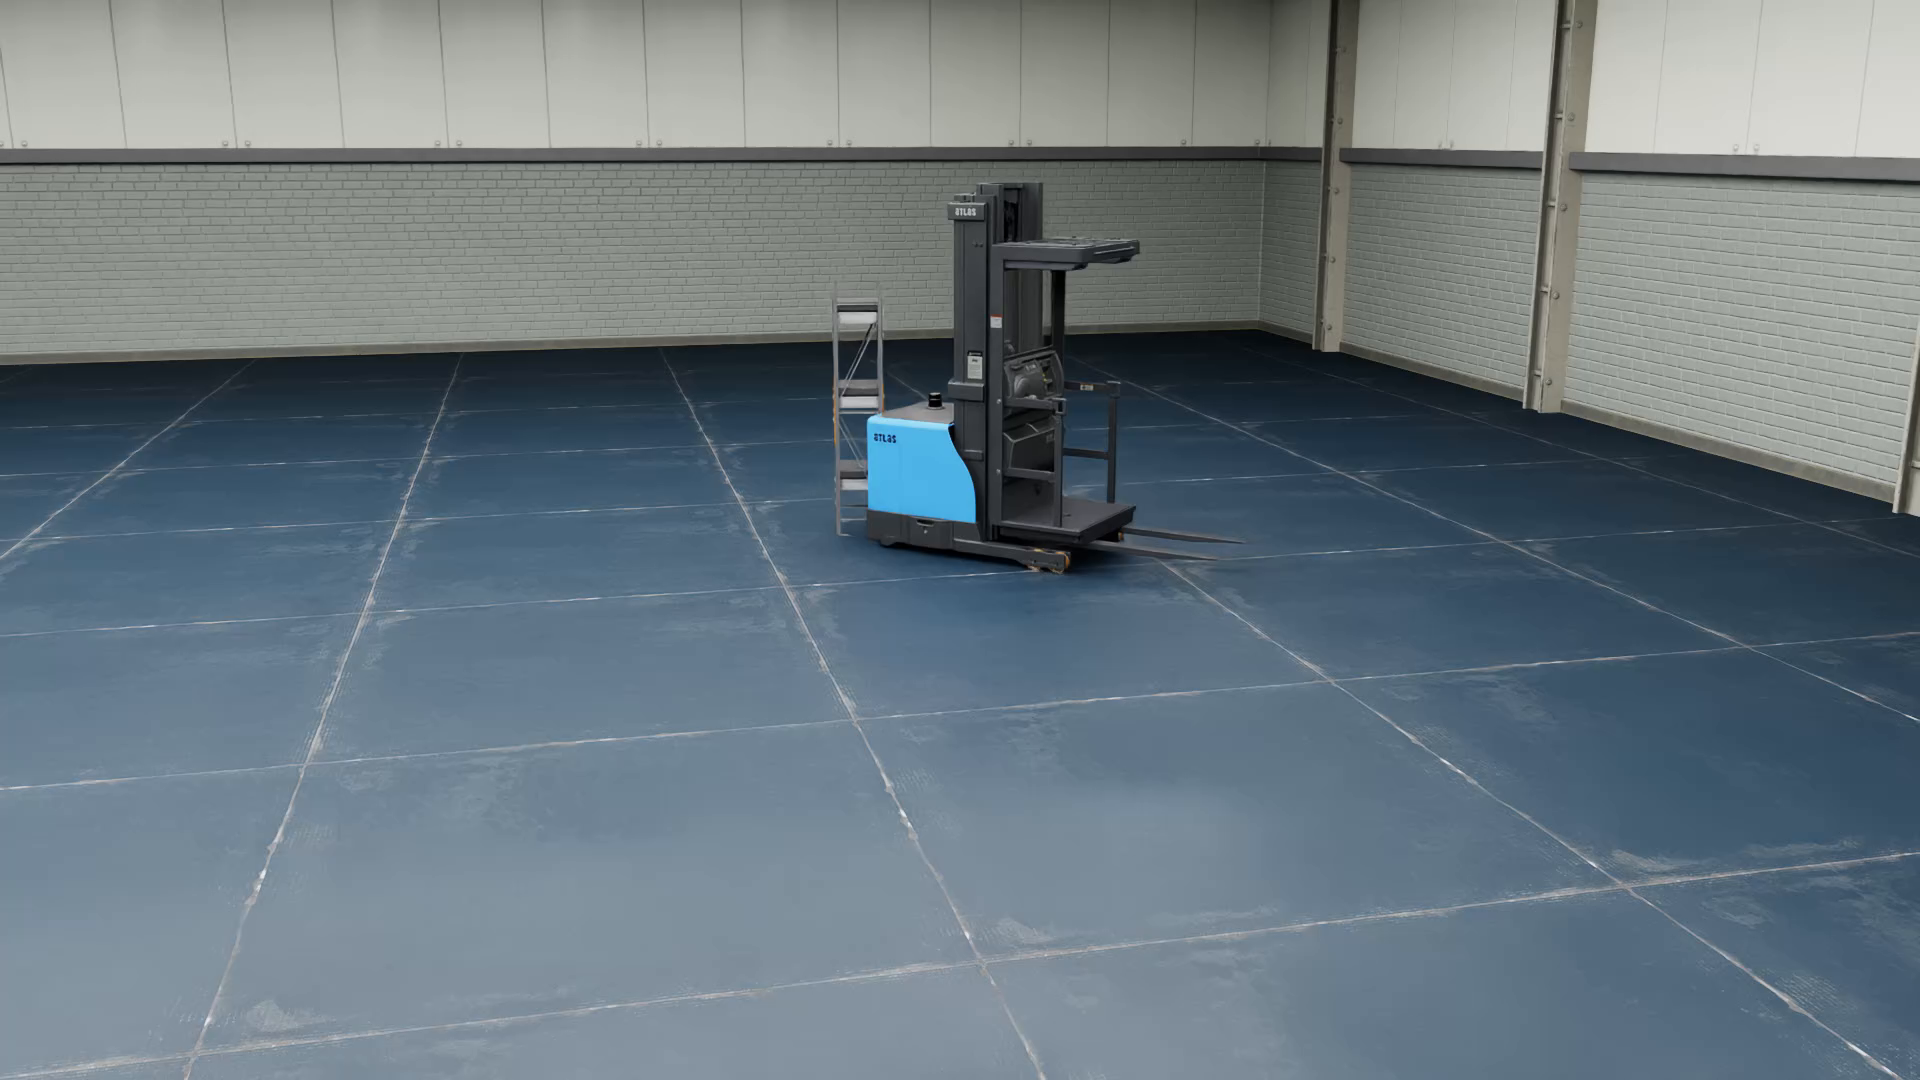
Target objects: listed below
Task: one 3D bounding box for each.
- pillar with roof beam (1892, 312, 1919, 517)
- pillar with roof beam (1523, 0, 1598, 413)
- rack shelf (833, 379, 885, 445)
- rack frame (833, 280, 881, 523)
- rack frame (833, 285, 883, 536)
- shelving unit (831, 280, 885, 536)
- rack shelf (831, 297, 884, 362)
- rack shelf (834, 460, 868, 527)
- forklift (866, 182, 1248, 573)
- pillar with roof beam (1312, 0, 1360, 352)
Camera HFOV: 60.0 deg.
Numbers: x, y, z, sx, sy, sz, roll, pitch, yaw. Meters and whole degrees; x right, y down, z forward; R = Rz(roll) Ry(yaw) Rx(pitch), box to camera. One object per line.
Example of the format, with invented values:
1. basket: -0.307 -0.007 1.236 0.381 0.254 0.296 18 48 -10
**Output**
1. pillar with roof beam: 4.396 -4.348 12.763 9.100 9.000 0.400 -3 14 -13
2. pillar with roof beam: 2.987 -5.732 18.429 9.100 9.000 0.400 -3 14 -13
3. rack shelf: -0.856 -1.105 14.084 0.431 0.518 0.480 -1 14 -4
4. rack frame: -0.872 -1.176 14.317 0.400 2.100 0.015 -1 14 -4
5. rack frame: -0.841 -1.061 13.844 0.400 2.100 0.015 -1 14 -4
6. shelving unit: -0.856 -1.118 14.081 0.431 2.100 0.503 -1 14 -4
7. rack shelf: -0.856 -1.785 13.918 0.431 0.518 0.480 -1 14 -4
8. rack shelf: -0.856 -0.425 14.250 0.431 0.518 0.480 -1 14 -4
9. forklift: 0.766 -1.309 13.109 3.031 2.935 1.130 8 16 29
10. pillar with roof beam: 1.578 -7.116 24.094 9.100 9.000 0.400 -3 14 -13
